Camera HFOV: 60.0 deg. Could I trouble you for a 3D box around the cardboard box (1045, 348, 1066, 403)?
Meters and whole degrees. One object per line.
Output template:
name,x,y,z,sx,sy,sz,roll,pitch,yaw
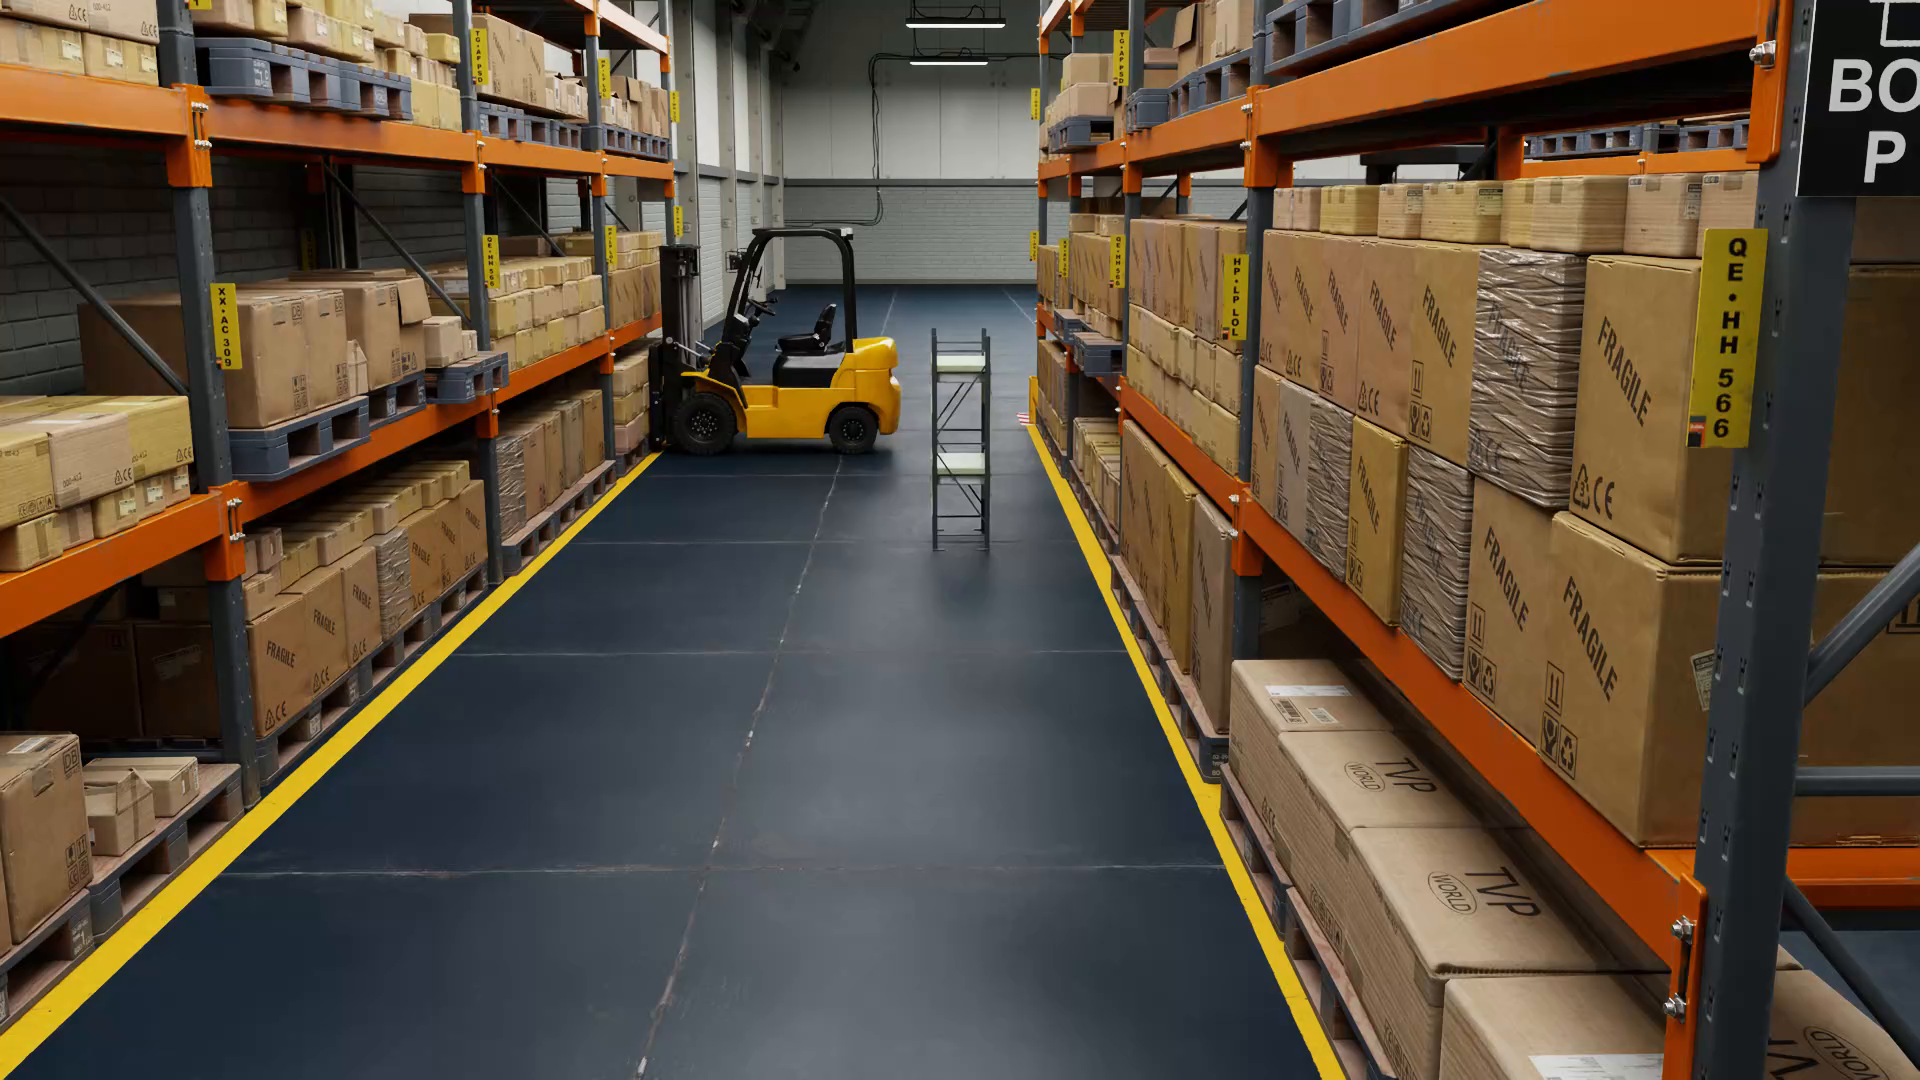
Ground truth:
cardboard box,1.118,-1.651,16.628,0.500,0.500,0.500,0,11,0

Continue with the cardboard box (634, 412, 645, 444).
cardboard box,-3.225,-1.036,15.480,0.500,0.250,0.500,0,11,-2

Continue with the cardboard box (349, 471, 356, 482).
cardboard box,-3.760,-0.325,9.716,0.380,0.149,0.250,0,11,1

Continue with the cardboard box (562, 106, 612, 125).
cardboard box,-3.226,-3.671,14.392,0.380,0.149,0.250,0,11,0

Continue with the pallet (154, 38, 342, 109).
pallet,-3.298,-1.897,6.793,1.213,0.211,1.003,0,11,-1

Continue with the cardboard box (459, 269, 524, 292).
cardboard box,-3.206,-1.772,11.364,0.380,0.149,0.250,0,11,-1

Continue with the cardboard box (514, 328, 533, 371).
cardboard box,-3.208,-1.300,11.299,0.500,0.250,0.500,0,11,-2

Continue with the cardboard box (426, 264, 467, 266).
cardboard box,-3.743,-1.972,12.353,0.380,0.149,0.250,0,11,-1

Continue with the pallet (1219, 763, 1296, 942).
pallet,1.545,1.108,6.067,1.003,0.211,1.213,0,11,-1

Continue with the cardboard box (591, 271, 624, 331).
cardboard box,-3.268,-2.118,14.701,0.500,0.500,0.500,-1,11,-3

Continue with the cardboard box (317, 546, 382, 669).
cardboard box,-3.167,0.328,8.128,0.500,0.500,0.500,-1,11,-3

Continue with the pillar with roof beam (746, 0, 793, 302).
pillar with roof beam,-0.681,-10.361,40.496,9.100,9.000,0.548,0,11,-1

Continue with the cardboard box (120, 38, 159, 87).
cardboard box,-3.052,-1.666,5.813,0.380,0.149,0.250,0,11,-2

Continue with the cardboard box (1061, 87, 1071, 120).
cardboard box,1.065,-3.384,12.972,0.500,0.250,0.500,0,11,-2

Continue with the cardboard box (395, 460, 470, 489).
cardboard box,-3.174,-0.386,10.015,0.380,0.149,0.250,-1,11,-4

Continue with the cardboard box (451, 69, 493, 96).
cardboard box,-3.141,-2.865,10.373,0.380,0.166,0.250,0,11,-1

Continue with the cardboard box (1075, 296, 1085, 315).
cardboard box,1.134,-1.922,13.565,0.380,0.149,0.250,0,11,0

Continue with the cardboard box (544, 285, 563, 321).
cardboard box,-3.240,-1.750,12.260,0.500,0.250,0.500,0,11,0

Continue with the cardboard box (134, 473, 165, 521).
cardboard box,-3.069,-0.152,5.895,0.380,0.149,0.250,0,11,0

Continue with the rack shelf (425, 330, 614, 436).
rack shelf,-3.479,-1.229,12.383,1.077,0.370,4.000,0,11,-1

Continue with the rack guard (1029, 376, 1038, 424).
rack guard,1.361,-1.555,18.468,1.175,0.500,0.348,0,11,-1

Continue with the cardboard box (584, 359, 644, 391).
cardboard box,-3.217,-1.527,15.385,0.500,0.250,0.500,0,11,-1

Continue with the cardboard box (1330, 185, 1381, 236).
cardboard box,1.344,-0.999,5.042,0.380,0.149,0.250,-1,11,-3

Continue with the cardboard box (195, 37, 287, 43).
cardboard box,-3.037,-2.153,6.909,0.380,0.149,0.250,0,11,-1

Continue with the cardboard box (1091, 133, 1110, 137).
cardboard box,1.164,-3.630,14.491,0.500,0.250,0.500,0,11,-2

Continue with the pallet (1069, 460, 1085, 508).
pallet,1.460,-0.479,13.889,1.003,0.211,1.213,0,11,-1

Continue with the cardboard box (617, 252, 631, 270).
cardboard box,-3.235,-2.563,15.266,0.380,0.149,0.250,0,11,0

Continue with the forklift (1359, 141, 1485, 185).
forklift,3.597,-1.620,12.670,1.130,2.935,3.031,5,13,24

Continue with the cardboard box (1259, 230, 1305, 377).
cardboard box,1.375,-0.854,5.956,0.500,0.500,0.500,0,11,-1

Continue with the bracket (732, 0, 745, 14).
bracket,-4.498,-10.834,33.773,0.235,0.232,0.430,0,11,-1

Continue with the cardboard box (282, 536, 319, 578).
cardboard box,-3.215,0.080,7.721,0.380,0.149,0.250,0,11,-2

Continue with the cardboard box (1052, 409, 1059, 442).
cardboard box,1.140,-1.081,15.702,0.500,0.250,0.500,-1,11,-3

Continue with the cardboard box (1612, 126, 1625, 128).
cardboard box,6.057,-3.764,14.847,0.380,0.149,0.250,0,11,0

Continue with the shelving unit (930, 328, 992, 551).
shelving unit,0.000,-0.736,11.917,0.431,1.500,0.755,0,11,-1

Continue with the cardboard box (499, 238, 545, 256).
cardboard box,-3.829,-2.554,14.474,0.380,0.149,0.250,0,11,-1

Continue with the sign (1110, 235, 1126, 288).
sign,0.983,-1.730,10.328,0.100,0.325,0.005,0,11,-1

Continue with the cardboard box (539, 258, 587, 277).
cardboard box,-3.268,-2.228,13.614,0.380,0.149,0.250,0,11,-2

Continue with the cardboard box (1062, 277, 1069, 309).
cardboard box,1.184,-2.283,14.766,0.500,0.500,0.500,-1,11,-3

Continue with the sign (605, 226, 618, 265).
sign,-2.978,-2.512,14.184,0.100,0.325,0.005,0,11,-1

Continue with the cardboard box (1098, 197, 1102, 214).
cardboard box,1.678,-2.975,15.665,0.700,0.500,0.500,0,11,-2

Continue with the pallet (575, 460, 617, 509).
pallet,-3.466,-0.466,13.827,1.003,0.211,1.213,0,11,-1

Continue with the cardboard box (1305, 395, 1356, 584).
cardboard box,1.366,-0.166,5.081,0.500,0.500,0.500,0,11,-1

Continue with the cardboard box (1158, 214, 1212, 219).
cardboard box,1.734,-2.437,12.838,0.380,0.149,0.250,-1,11,-4

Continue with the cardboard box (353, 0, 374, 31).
cardboard box,-3.013,-2.504,7.887,0.380,0.149,0.250,0,11,-1

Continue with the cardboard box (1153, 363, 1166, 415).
cardboard box,1.317,-0.827,8.969,0.500,0.250,0.500,0,11,1

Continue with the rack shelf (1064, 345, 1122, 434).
rack shelf,1.484,-1.250,12.487,1.077,0.370,4.000,0,11,-1

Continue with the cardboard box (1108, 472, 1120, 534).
cardboard box,1.523,-0.236,11.229,0.950,0.372,0.625,-1,12,-5

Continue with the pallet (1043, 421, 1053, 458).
pallet,1.365,-1.010,16.508,1.003,0.211,1.213,0,11,-1

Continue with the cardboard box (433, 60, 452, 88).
cardboard box,-3.190,-2.707,9.686,0.380,0.149,0.250,0,11,0

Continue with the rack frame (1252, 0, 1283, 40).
rack frame,1.608,-3.350,5.940,1.000,3.000,0.127,0,11,-1

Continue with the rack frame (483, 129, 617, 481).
rack frame,-3.520,-1.979,14.271,1.000,3.000,0.127,0,11,-1

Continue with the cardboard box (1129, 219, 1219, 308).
cardboard box,1.291,-1.645,9.858,0.500,0.500,0.500,-1,11,-3

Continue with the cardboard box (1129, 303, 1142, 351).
cardboard box,1.288,-1.275,9.919,0.500,0.250,0.500,0,11,-2

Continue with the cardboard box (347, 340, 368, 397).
cardboard box,-3.000,-0.807,7.773,0.396,0.266,0.258,0,11,2
